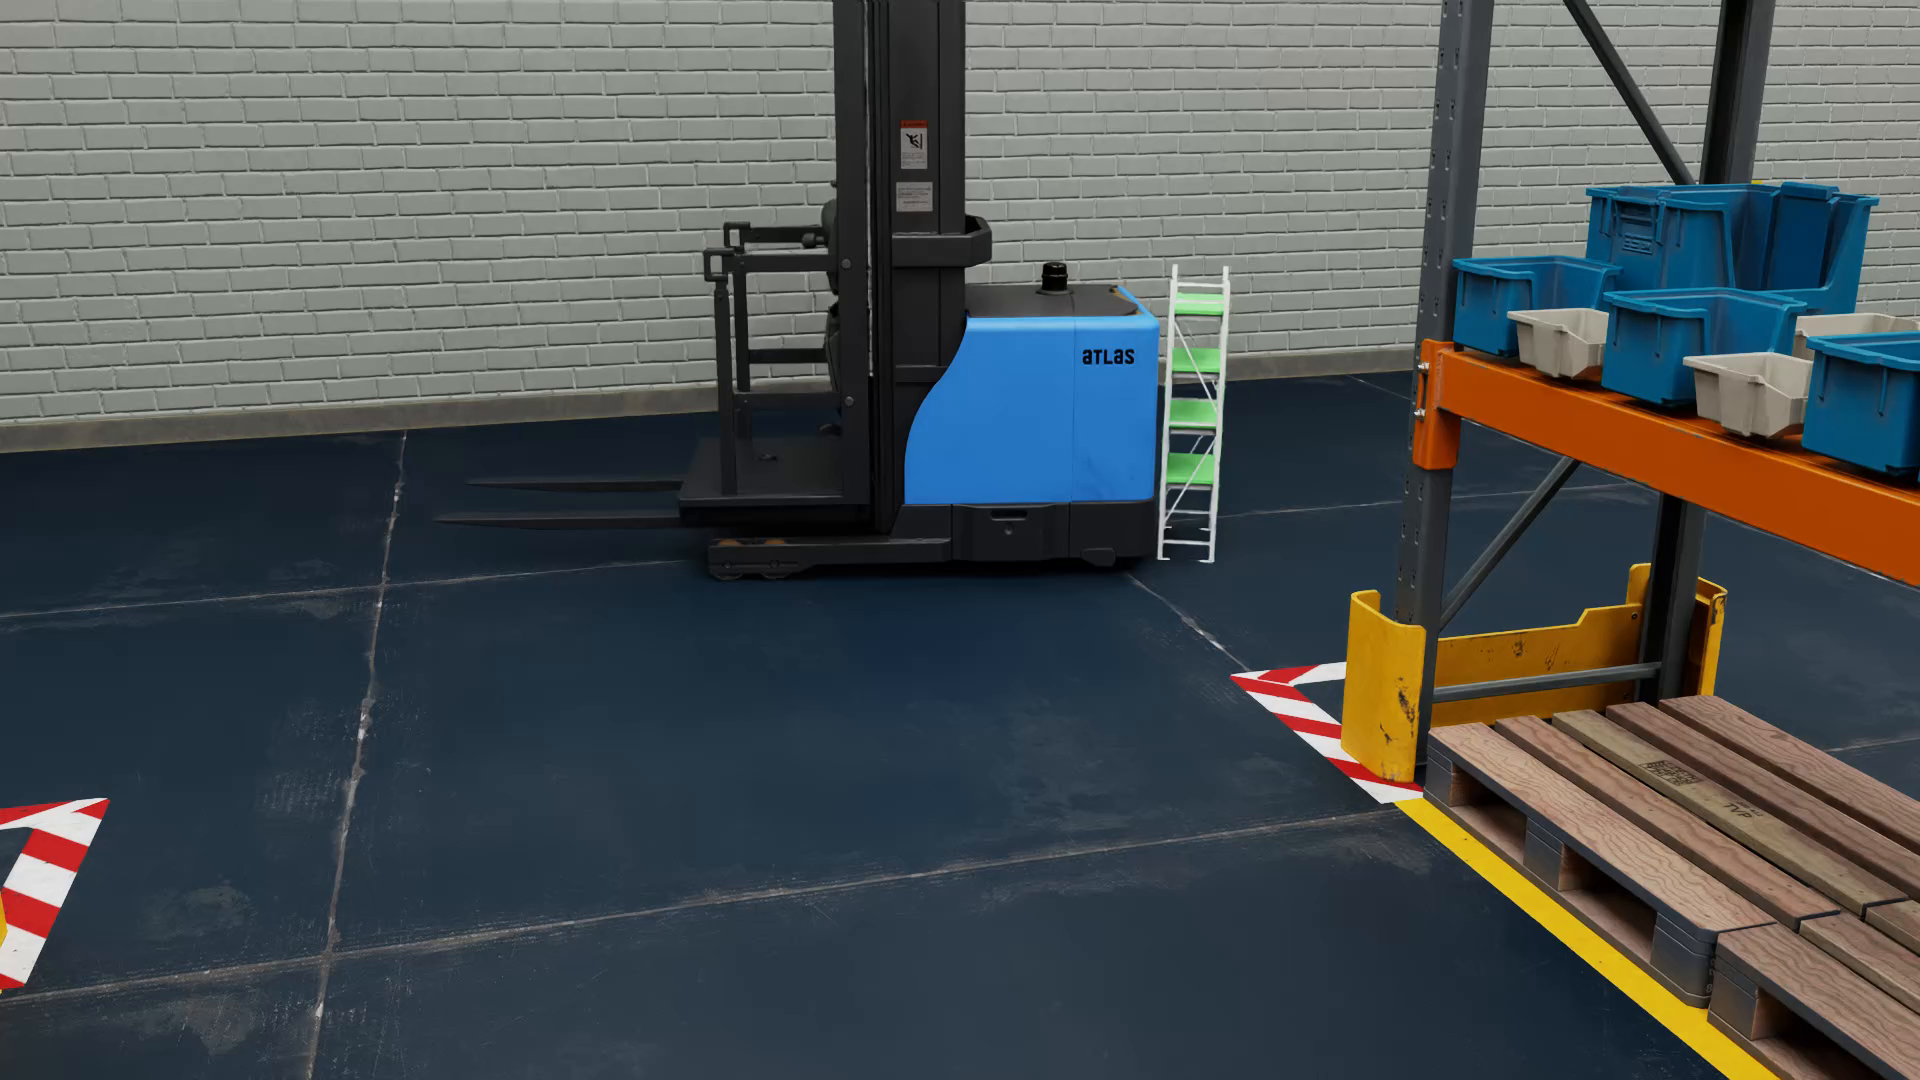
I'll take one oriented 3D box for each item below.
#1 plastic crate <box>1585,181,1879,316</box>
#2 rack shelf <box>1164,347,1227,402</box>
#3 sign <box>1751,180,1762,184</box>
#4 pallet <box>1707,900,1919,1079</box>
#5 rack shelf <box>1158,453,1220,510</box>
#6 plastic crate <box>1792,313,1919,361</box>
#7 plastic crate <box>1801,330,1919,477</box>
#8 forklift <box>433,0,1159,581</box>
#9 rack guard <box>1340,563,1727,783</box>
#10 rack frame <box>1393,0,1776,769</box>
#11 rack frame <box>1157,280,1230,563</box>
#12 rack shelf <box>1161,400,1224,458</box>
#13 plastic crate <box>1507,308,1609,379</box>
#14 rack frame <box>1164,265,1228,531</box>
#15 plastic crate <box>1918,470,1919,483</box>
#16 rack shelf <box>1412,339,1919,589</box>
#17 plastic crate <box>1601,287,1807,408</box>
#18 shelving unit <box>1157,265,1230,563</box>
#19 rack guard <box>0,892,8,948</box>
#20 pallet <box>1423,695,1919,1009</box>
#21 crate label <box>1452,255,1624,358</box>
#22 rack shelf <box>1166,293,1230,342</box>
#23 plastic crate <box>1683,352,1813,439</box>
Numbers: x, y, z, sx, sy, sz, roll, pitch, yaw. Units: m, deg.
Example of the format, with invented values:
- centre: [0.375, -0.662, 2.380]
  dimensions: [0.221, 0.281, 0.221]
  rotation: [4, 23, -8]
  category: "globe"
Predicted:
- centre: [2.091, -0.754, 4.584]
  dimensions: [0.616, 0.435, 0.499]
  rotation: [-5, 17, -15]
  category: "plastic crate"
- centre: [1.012, -0.722, 7.151]
  dimensions: [0.258, 0.148, 0.480]
  rotation: [3, 17, 7]
  category: "rack shelf"
- centre: [2.344, -0.913, 4.993]
  dimensions: [0.100, 0.325, 0.005]
  rotation: [-5, 17, -15]
  category: "sign"
- centre: [2.341, 1.117, 3.367]
  dimensions: [1.003, 0.211, 1.213]
  rotation: [-5, 17, -15]
  category: "pallet"
- centre: [1.006, -0.262, 7.289]
  dimensions: [0.258, 0.148, 0.480]
  rotation: [3, 17, 7]
  category: "rack shelf"
- centre: [2.218, -0.478, 4.183]
  dimensions: [0.396, 0.136, 0.243]
  rotation: [-5, 17, -15]
  category: "plastic crate"
- centre: [1.933, -0.277, 3.346]
  dimensions: [0.416, 0.233, 0.300]
  rotation: [-5, 17, -15]
  category: "plastic crate"
- centre: [-0.709, -1.391, 6.989]
  dimensions: [3.031, 2.935, 1.130]
  rotation: [-1, 17, -3]
  category: "forklift"
- centre: [1.801, 0.405, 5.235]
  dimensions: [1.175, 0.500, 0.348]
  rotation: [-5, 17, -15]
  category: "rack guard"
- centre: [1.820, -0.787, 4.857]
  dimensions: [1.000, 3.000, 0.127]
  rotation: [-5, 17, -15]
  category: "rack frame"
- centre: [0.976, -0.484, 6.970]
  dimensions: [0.240, 1.200, 0.015]
  rotation: [3, 17, 7]
  category: "rack frame"
- centre: [1.009, -0.492, 7.220]
  dimensions: [0.258, 0.148, 0.480]
  rotation: [3, 17, 7]
  category: "rack shelf"
- centre: [1.579, -0.499, 4.255]
  dimensions: [0.250, 0.136, 0.298]
  rotation: [-5, 17, -15]
  category: "plastic crate"
- centre: [1.043, -0.623, 7.433]
  dimensions: [0.240, 1.200, 0.015]
  rotation: [3, 17, 7]
  category: "rack frame"
- centre: [2.015, -0.194, 3.069]
  dimensions: [0.416, 0.233, 0.300]
  rotation: [-5, 17, -15]
  category: "plastic crate"
- centre: [2.369, 0.111, 3.119]
  dimensions: [1.077, 0.370, 4.000]
  rotation: [-5, 17, -15]
  category: "rack shelf"
- centre: [1.752, -0.459, 3.952]
  dimensions: [0.416, 0.233, 0.300]
  rotation: [-5, 17, -15]
  category: "plastic crate"
- centre: [1.009, -0.553, 7.201]
  dimensions: [0.258, 1.200, 0.503]
  rotation: [3, 17, 7]
  category: "shelving unit"
- centre: [-2.923, 0.822, 3.846]
  dimensions: [1.175, 0.500, 0.348]
  rotation: [-5, 17, -15]
  category: "rack guard"
- centre: [2.009, 0.780, 4.488]
  dimensions: [1.003, 0.211, 1.213]
  rotation: [-5, 17, -15]
  category: "pallet"
- centre: [1.571, -0.641, 4.558]
  dimensions: [0.416, 0.233, 0.303]
  rotation: [-5, 17, -15]
  category: "crate label"
- centre: [1.015, -0.951, 7.081]
  dimensions: [0.258, 0.148, 0.480]
  rotation: [3, 17, 7]
  category: "rack shelf"
- centre: [1.766, -0.312, 3.630]
  dimensions: [0.250, 0.136, 0.298]
  rotation: [-5, 17, -15]
  category: "plastic crate"
